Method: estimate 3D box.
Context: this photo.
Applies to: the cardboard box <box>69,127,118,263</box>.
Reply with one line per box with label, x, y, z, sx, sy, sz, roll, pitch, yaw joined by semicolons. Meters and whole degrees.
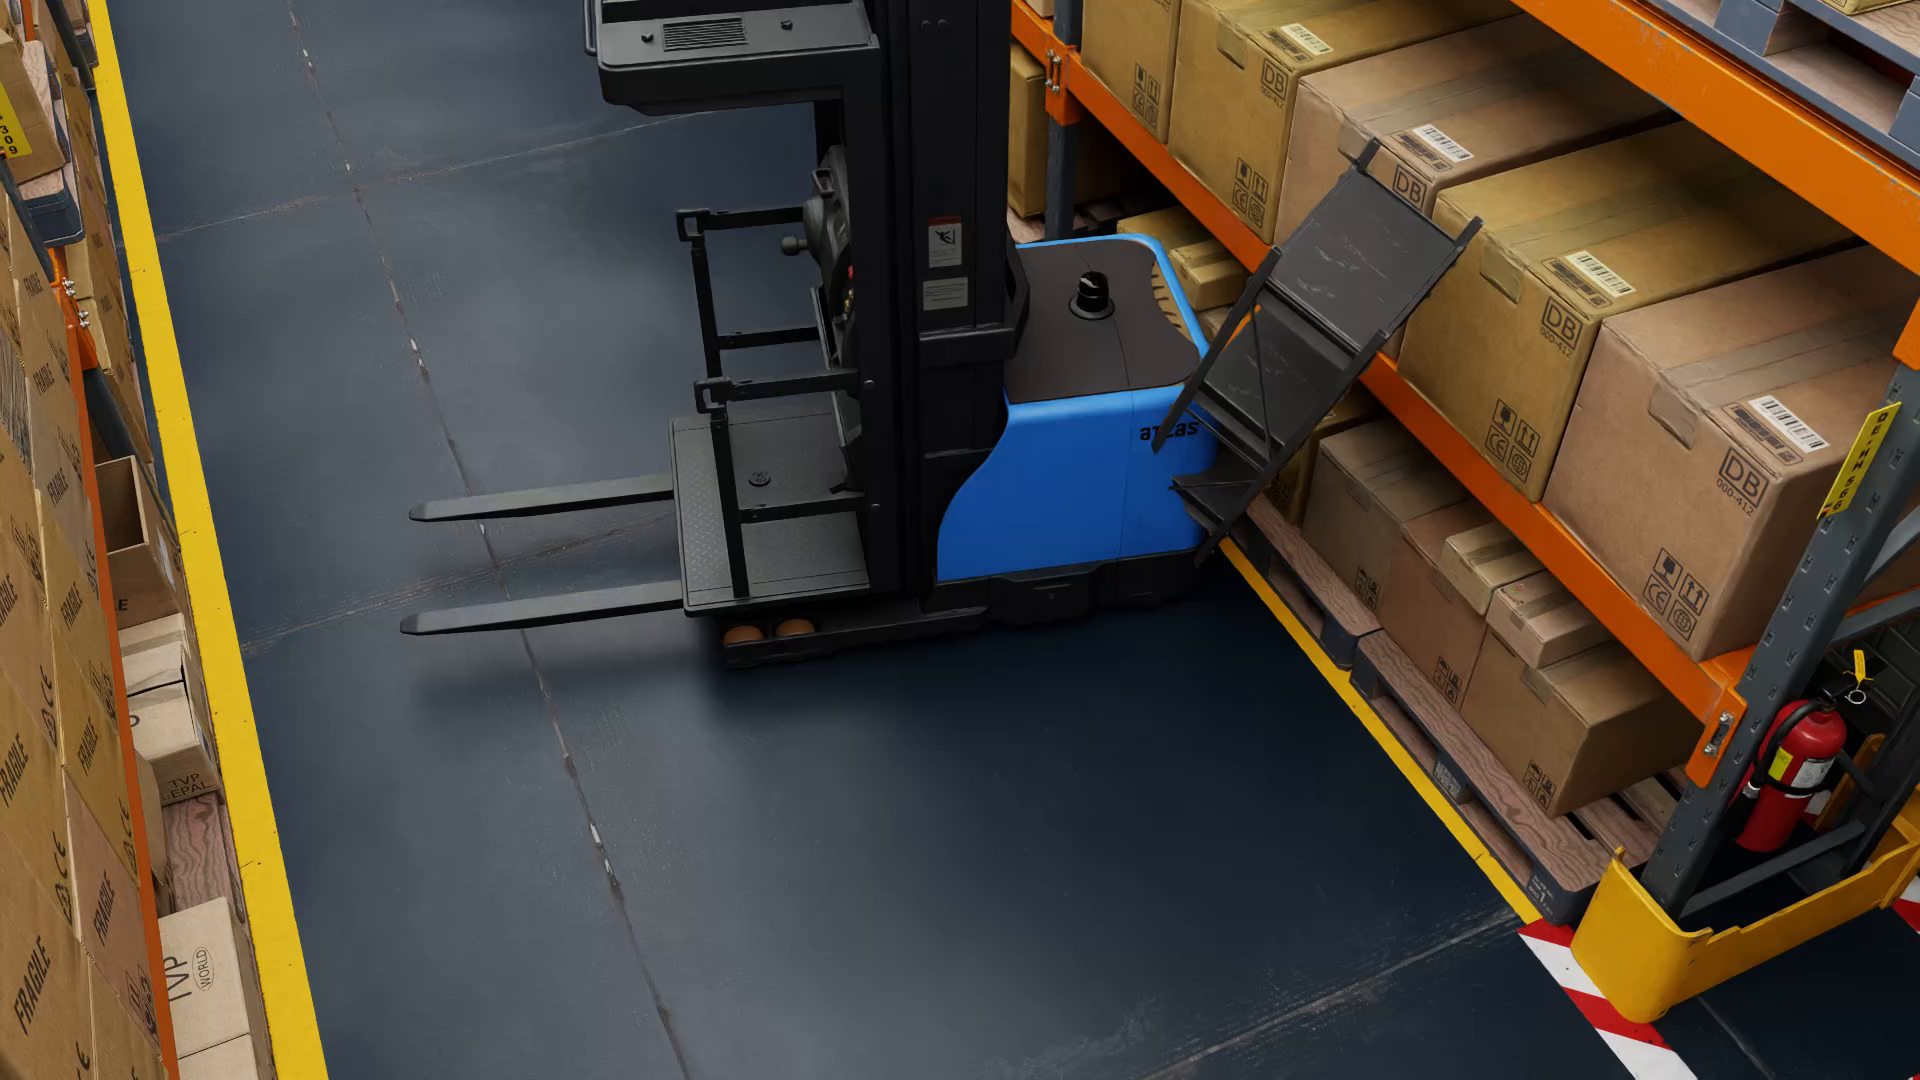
cardboard box;-4.254;-1.543;7.645;0.500;0.500;0.500;-20;48;-19

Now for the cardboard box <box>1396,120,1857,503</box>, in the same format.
cardboard box;2.013;-0.722;5.132;0.980;0.700;0.700;-18;48;-18

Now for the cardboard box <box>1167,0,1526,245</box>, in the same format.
cardboard box;1.386;-1.671;6.094;0.980;0.700;0.700;-19;48;-18

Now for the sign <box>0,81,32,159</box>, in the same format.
sign;-3.133;-1.390;5.406;0.100;0.325;0.005;-18;47;-17

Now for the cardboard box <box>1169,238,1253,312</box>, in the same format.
cardboard box;1.071;-1.093;6.741;0.380;0.149;0.250;-17;47;-16

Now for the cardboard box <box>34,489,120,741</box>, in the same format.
cardboard box;-2.526;0.270;4.270;0.500;0.500;0.500;-17;47;-17

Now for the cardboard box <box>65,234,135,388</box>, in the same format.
cardboard box;-3.839;-0.900;6.993;0.500;0.500;0.500;-17;47;-17

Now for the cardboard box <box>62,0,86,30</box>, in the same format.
cardboard box;-5.258;-3.057;9.371;0.500;0.250;0.500;-18;47;-18

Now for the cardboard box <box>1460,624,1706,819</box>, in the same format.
cardboard box;2.168;0.491;5.597;0.700;0.500;0.500;-18;47;-17

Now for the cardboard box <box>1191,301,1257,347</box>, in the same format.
cardboard box;1.301;-0.813;6.919;0.700;0.500;0.500;-18;48;-18

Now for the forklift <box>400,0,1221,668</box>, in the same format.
forklift;-0.620;-0.965;5.641;3.031;2.935;1.130;-7;45;-7

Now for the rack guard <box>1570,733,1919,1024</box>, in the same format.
rack guard;2.563;1.073;5.307;1.175;0.500;0.348;-18;47;-17

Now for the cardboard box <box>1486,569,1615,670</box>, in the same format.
cardboard box;1.948;0.232;5.398;0.380;0.149;0.250;-19;48;-18

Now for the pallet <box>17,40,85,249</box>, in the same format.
pallet;-3.859;-1.389;6.159;1.003;0.211;1.213;-18;47;-17

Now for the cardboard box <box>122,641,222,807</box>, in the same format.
cardboard box;-2.810;0.641;5.565;0.500;0.311;0.500;-18;47;-17

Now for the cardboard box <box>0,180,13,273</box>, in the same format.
cardboard box;-3.174;-1.062;4.908;0.500;0.500;0.500;-18;47;-17

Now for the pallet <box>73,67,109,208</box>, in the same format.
pallet;-5.024;-1.986;8.612;1.003;0.211;1.213;-18;47;-17

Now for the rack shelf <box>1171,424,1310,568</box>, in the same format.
rack shelf;0.937;-0.263;6.258;0.431;0.518;0.480;40;70;7

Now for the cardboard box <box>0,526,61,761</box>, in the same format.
cardboard box;-2.320;0.229;3.599;0.500;0.500;0.500;-17;47;-17

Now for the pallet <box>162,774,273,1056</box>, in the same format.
pallet;-2.817;1.293;5.290;1.003;0.211;1.213;-18;47;-17

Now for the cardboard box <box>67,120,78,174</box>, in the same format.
cardboard box;-4.236;-1.787;7.358;0.500;0.250;0.500;-19;48;-18

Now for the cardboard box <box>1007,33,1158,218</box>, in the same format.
cardboard box;0.480;-2.142;8.016;0.750;0.750;0.750;-18;47;-17

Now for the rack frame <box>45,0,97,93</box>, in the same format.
rack frame;-5.304;-3.465;8.126;1.000;3.000;0.127;-18;47;-17

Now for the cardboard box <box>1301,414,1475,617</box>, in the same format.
cardboard box;1.745;-0.148;6.245;0.700;0.500;0.500;-19;48;-19

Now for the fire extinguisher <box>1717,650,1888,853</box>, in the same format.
fire extinguisher;2.198;0.560;4.367;0.296;0.674;0.183;-18;47;-17

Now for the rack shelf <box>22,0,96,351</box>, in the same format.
rack shelf;-4.463;-1.935;7.087;1.077;0.370;4.000;-18;47;-17

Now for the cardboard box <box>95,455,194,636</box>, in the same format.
cardboard box;-3.125;0.096;5.983;0.500;0.500;0.500;-18;47;-17

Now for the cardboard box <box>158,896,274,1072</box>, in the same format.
cardboard box;-2.332;1.387;4.853;0.500;0.250;0.500;-18;47;-17

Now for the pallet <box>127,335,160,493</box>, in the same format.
pallet;-3.998;-0.431;7.036;1.003;0.211;1.213;-18;47;-17

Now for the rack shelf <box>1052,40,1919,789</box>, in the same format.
rack shelf;1.712;-0.851;5.989;1.077;0.370;4.000;-18;47;-17

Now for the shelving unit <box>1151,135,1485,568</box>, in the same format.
shelving unit;1.029;-0.499;5.591;0.431;2.100;0.503;40;70;7

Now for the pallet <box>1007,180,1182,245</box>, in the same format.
pallet;0.478;-1.858;8.483;1.003;0.211;1.213;-18;47;-17

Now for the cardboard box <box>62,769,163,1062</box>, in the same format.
cardboard box;-2.109;0.909;3.622;0.500;0.500;0.500;-18;48;-18

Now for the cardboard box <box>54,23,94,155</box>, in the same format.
cardboard box;-4.698;-2.205;8.316;0.500;0.500;0.500;-16;47;-16

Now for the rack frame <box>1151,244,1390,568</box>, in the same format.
rack frame;0.873;-0.330;5.510;0.400;2.100;0.015;40;70;7

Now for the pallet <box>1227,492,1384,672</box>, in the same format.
pallet;1.637;-0.103;6.704;1.003;0.211;1.213;-18;47;-17

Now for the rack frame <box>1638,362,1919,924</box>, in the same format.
rack frame;2.553;0.167;4.445;1.000;3.000;0.127;-18;47;-17

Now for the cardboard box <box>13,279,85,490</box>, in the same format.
cardboard box;-2.961;-0.381;4.929;0.500;0.500;0.500;-17;47;-16

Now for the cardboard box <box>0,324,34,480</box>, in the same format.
cardboard box;-2.745;-0.415;4.252;0.500;0.500;0.500;-18;47;-17

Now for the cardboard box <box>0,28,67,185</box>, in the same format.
cardboard box;-3.618;-1.469;5.733;0.700;0.500;0.500;-34;54;-30

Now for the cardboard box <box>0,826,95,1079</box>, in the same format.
cardboard box;-1.887;0.881;2.939;0.500;0.500;0.500;-17;47;-16
